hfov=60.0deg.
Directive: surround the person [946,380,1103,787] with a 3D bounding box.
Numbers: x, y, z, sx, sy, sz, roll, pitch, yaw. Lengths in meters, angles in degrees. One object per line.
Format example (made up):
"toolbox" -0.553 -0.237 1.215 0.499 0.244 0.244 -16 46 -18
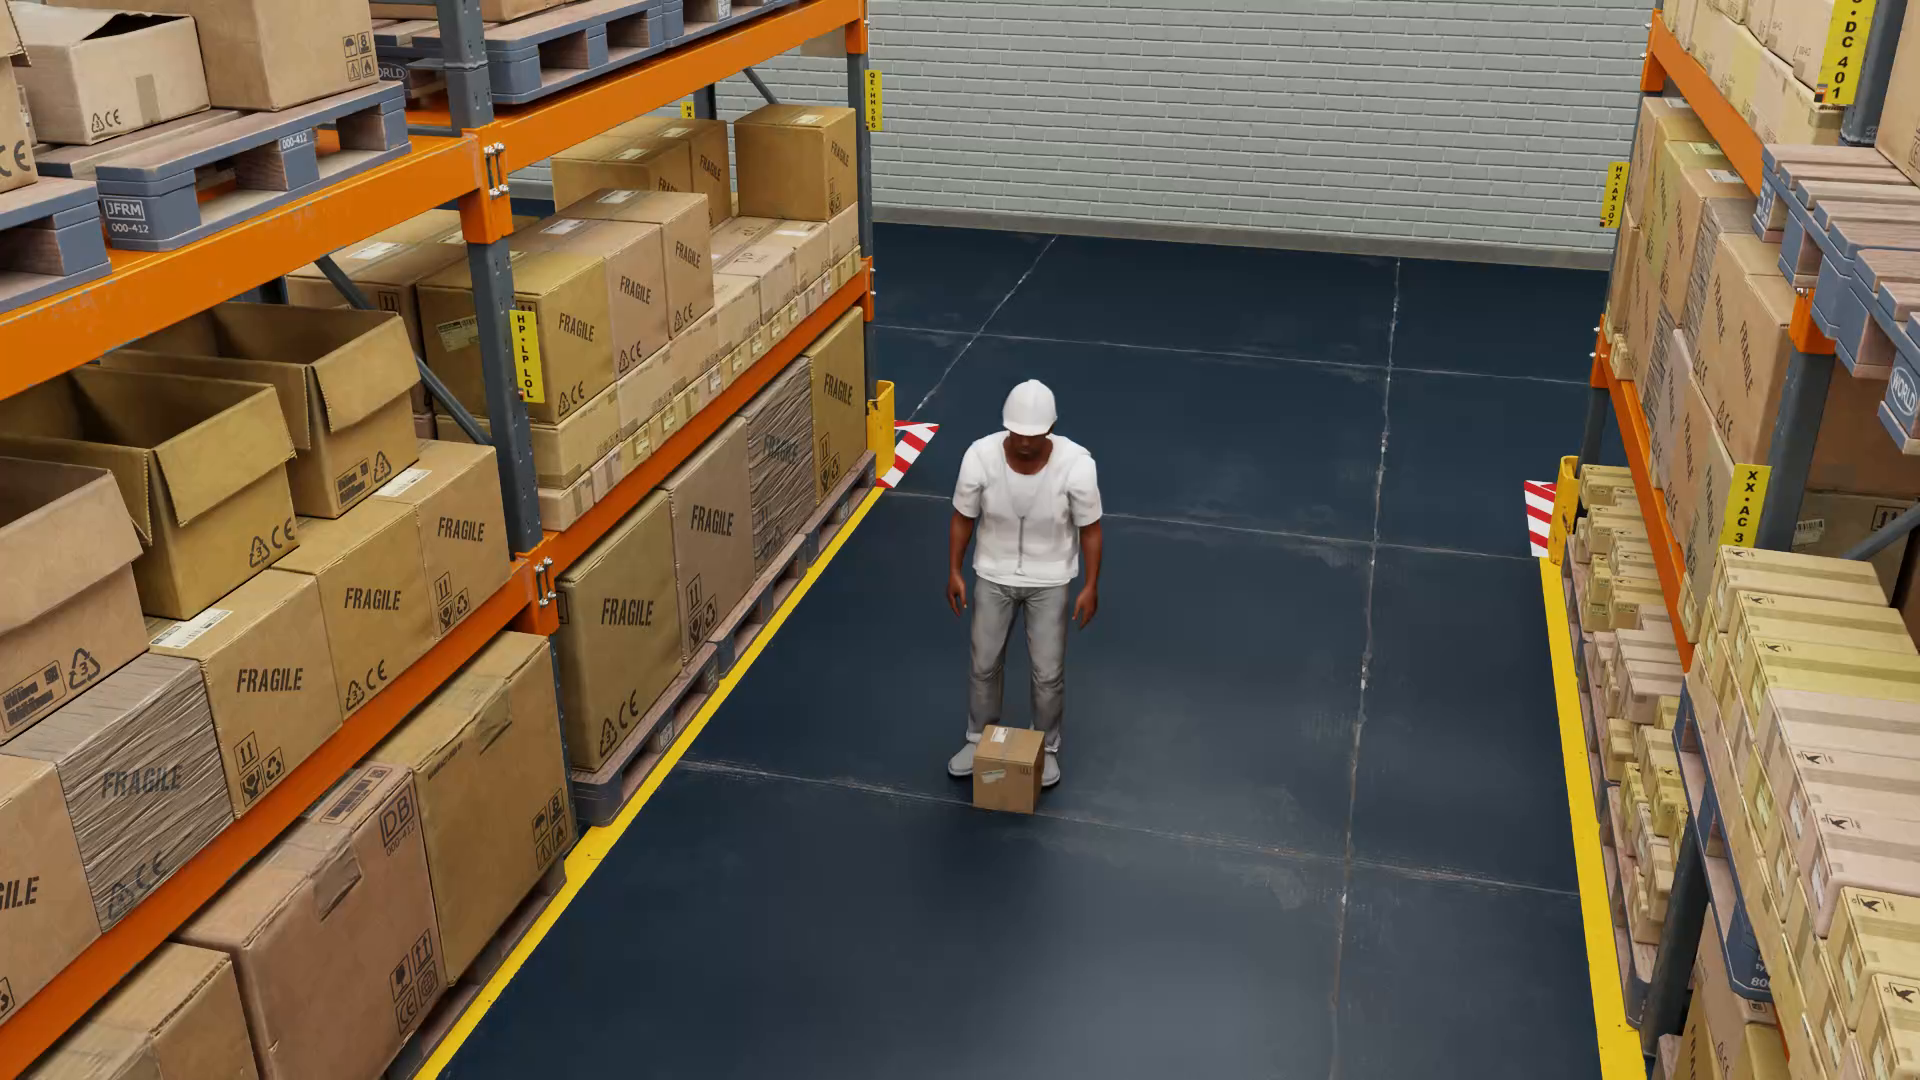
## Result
"person" 0.253 0.170 6.731 0.628 1.755 0.461 5 26 10
